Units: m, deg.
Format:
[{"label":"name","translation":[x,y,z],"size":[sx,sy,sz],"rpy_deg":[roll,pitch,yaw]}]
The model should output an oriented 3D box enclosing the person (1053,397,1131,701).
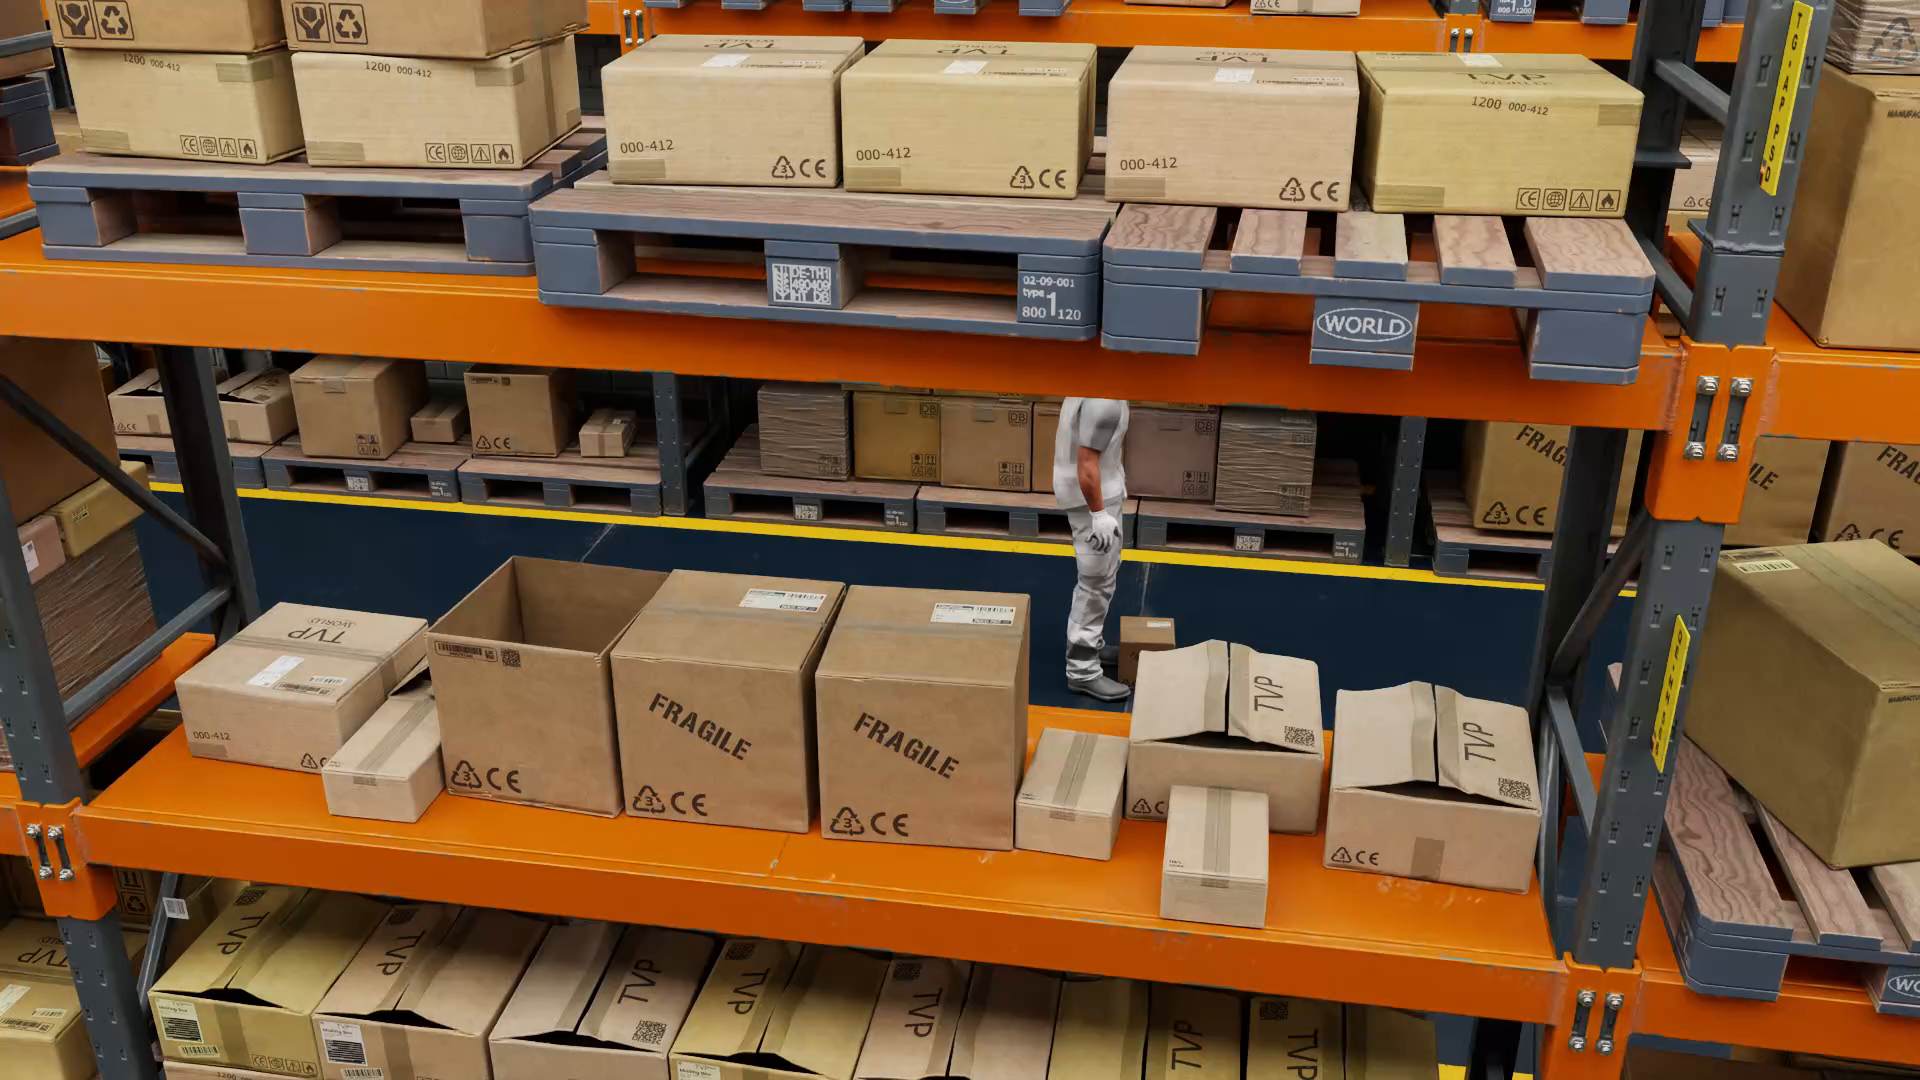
[{"label":"person","translation":[0.641,-0.184,7.427],"size":[0.453,1.779,0.608],"rpy_deg":[4,25,8]}]
